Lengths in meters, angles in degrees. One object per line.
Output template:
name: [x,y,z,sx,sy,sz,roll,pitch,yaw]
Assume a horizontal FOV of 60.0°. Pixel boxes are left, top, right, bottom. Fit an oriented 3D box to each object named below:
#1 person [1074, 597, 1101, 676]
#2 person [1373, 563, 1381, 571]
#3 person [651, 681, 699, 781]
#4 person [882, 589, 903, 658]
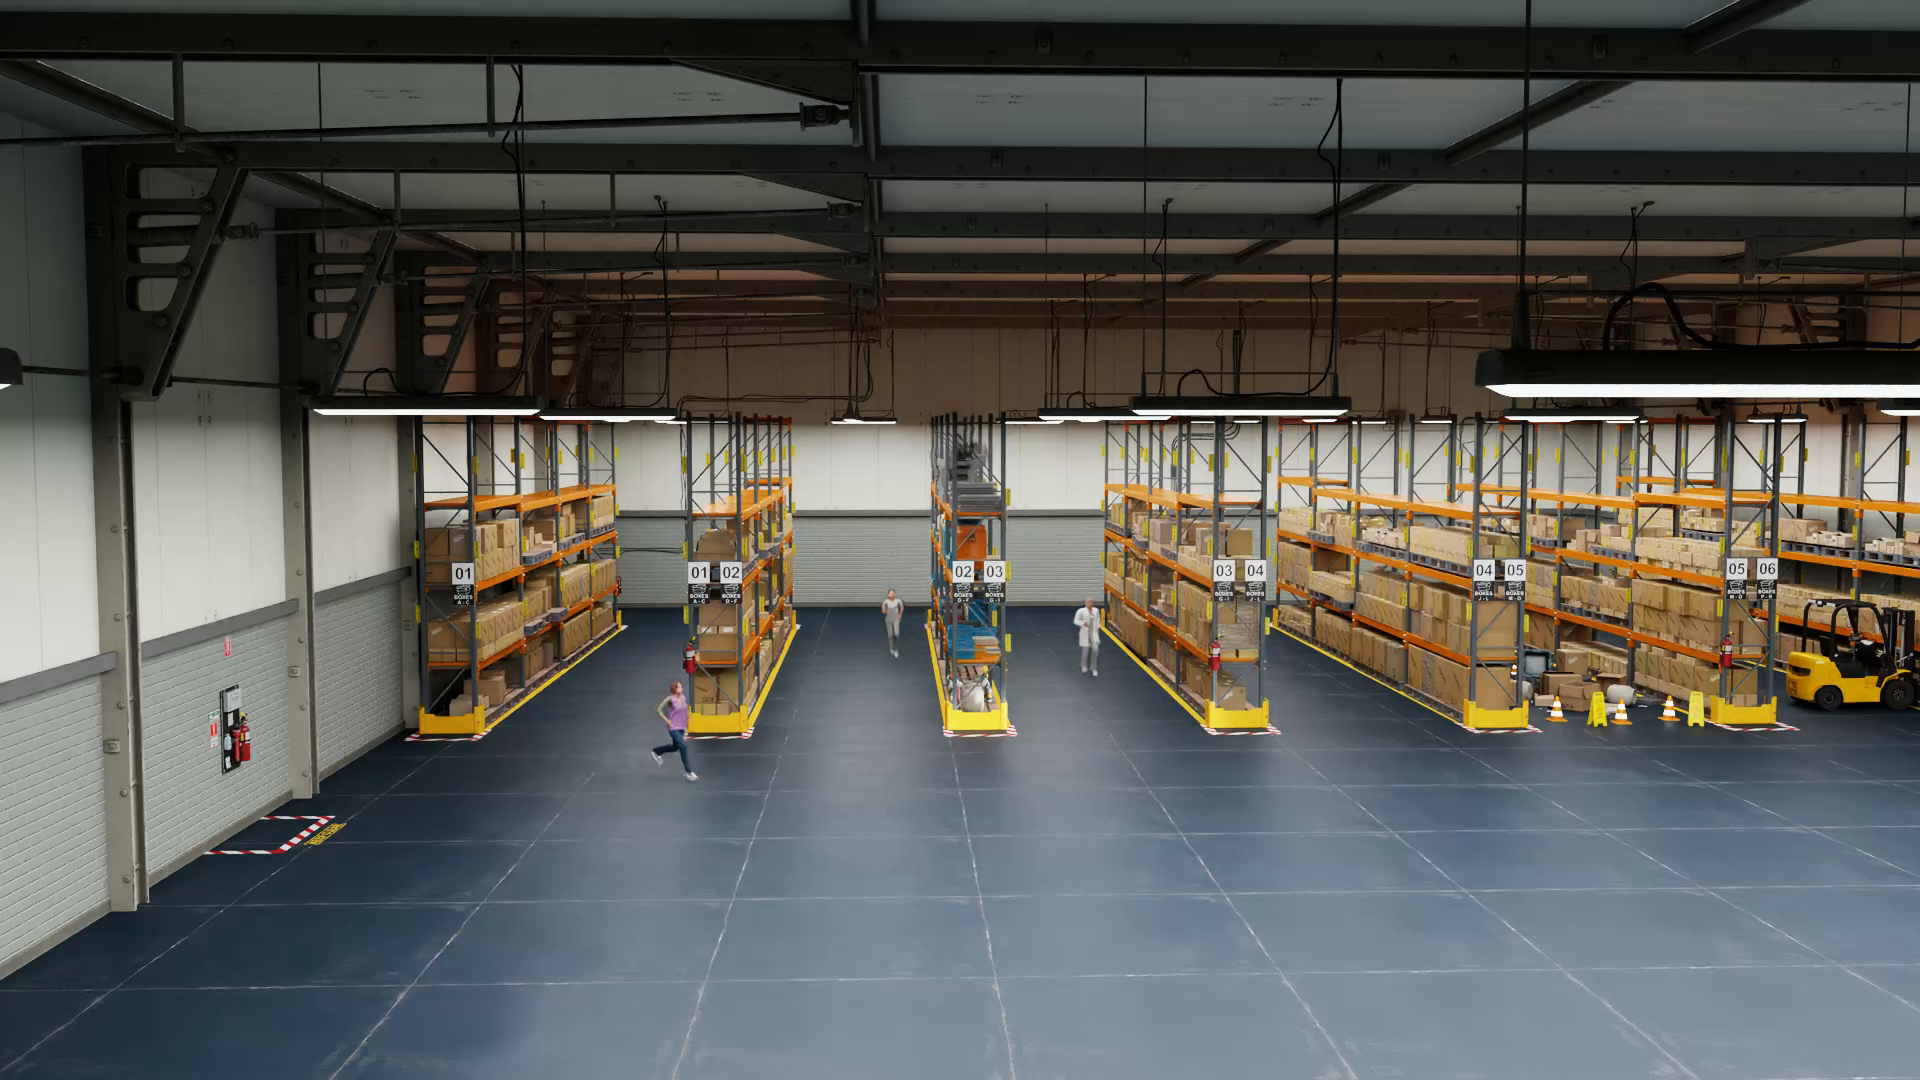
person: [2.957,2.233,38.408,0.689,1.827,0.833,-1,4,-10]
person: [12.383,1.531,49.203,0.756,1.683,0.693,0,4,0]
person: [-4.652,3.093,27.172,1.006,1.593,0.509,2,4,27]
person: [-1.683,2.073,41.473,0.546,1.725,0.759,0,4,-1]
